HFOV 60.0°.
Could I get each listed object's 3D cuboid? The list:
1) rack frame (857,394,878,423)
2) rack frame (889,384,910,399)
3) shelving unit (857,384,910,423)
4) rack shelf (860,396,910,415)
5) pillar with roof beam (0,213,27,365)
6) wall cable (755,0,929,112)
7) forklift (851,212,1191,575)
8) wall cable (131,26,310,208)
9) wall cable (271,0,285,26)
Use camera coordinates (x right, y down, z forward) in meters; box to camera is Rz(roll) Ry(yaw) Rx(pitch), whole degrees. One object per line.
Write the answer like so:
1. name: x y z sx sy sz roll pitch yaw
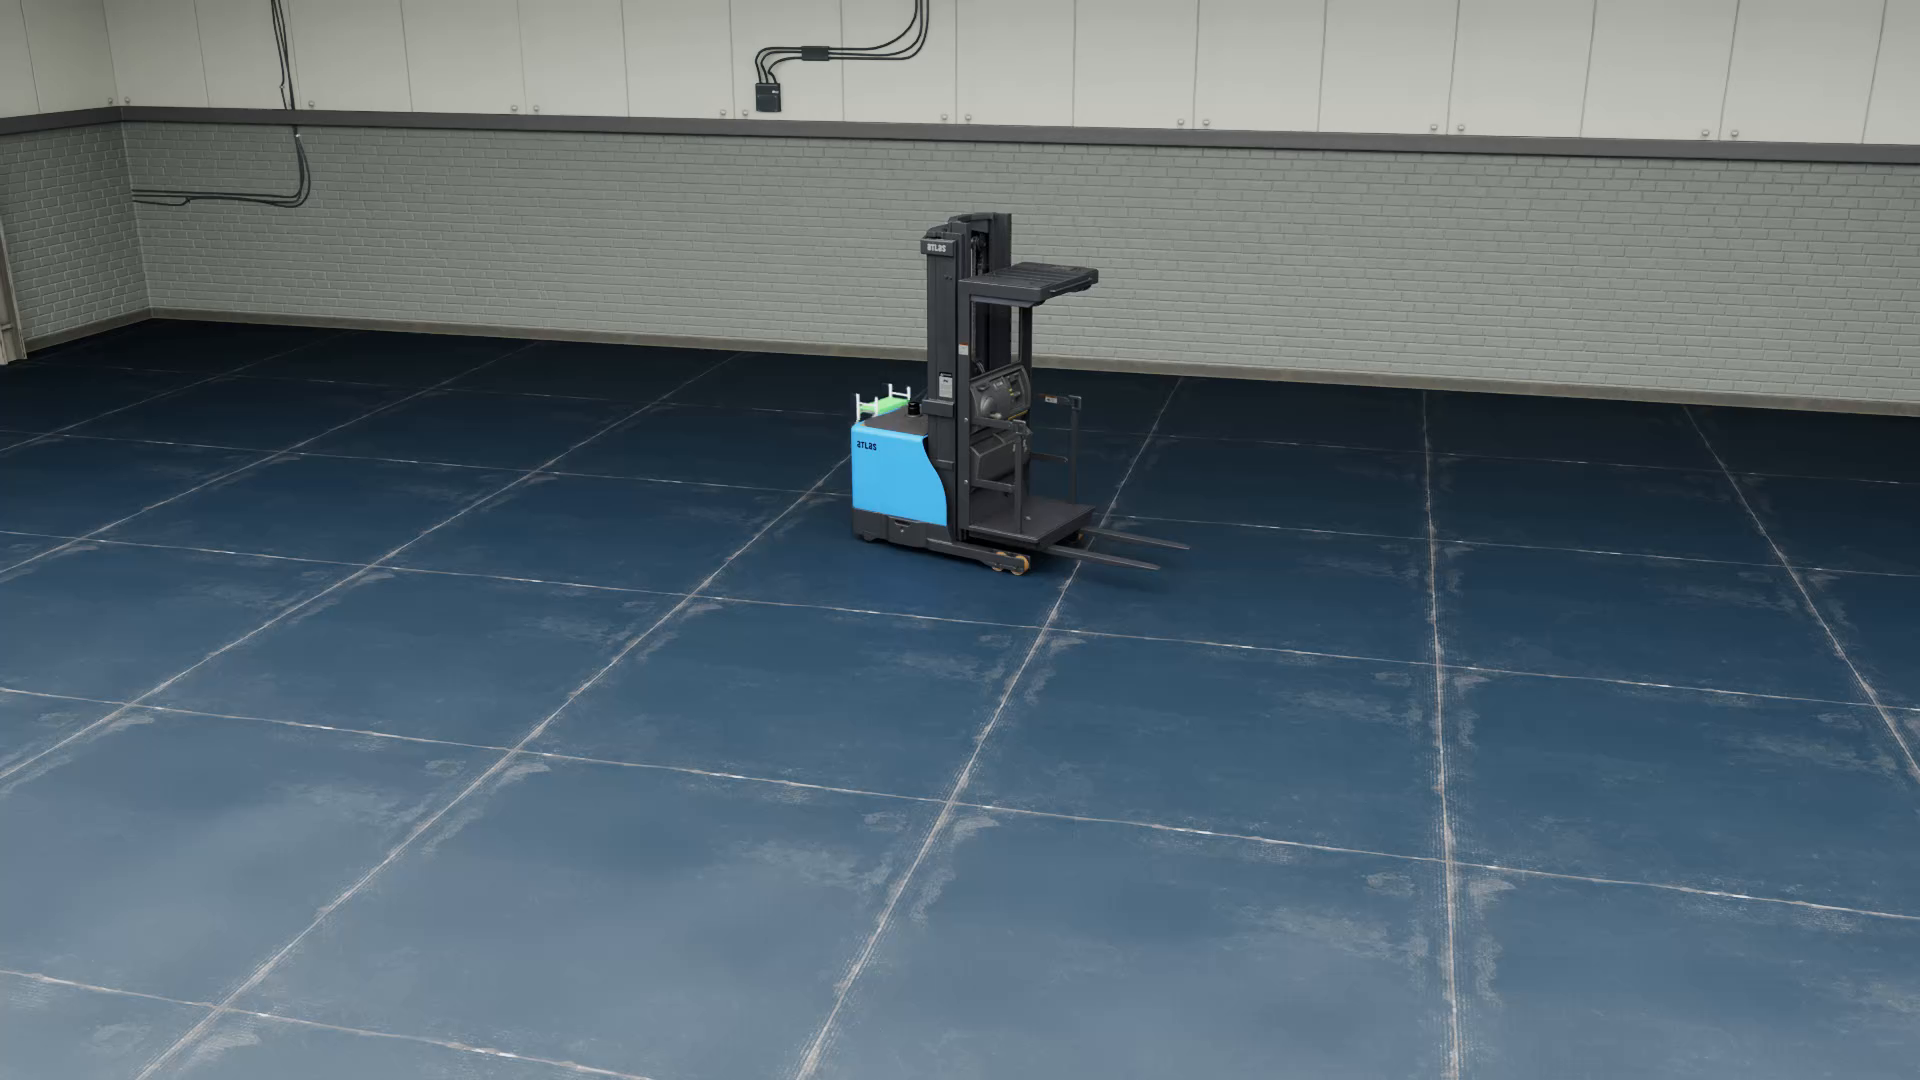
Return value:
1. rack frame: -0.854 -0.764 15.564 0.240 1.200 0.015 12 22 34
2. rack frame: -0.567 -0.892 15.938 0.240 1.200 0.015 12 22 34
3. shelving unit: -0.711 -0.828 15.751 0.258 1.200 0.503 12 22 34
4. rack shelf: -0.714 -1.223 15.619 0.258 0.148 0.480 12 22 34
5. pillar with roof beam: -8.547 -6.310 19.739 9.100 9.000 0.400 5 19 13
6. wall cable: -1.517 -8.324 20.373 2.305 6.003 0.169 5 19 13
7. forklift: 0.531 -1.281 14.403 3.031 2.935 1.130 11 22 30
8. wall cable: -10.719 -5.999 23.634 3.097 2.526 0.112 5 19 13
9. wall cable: -8.096 -8.176 22.192 3.097 2.526 0.112 5 19 13
